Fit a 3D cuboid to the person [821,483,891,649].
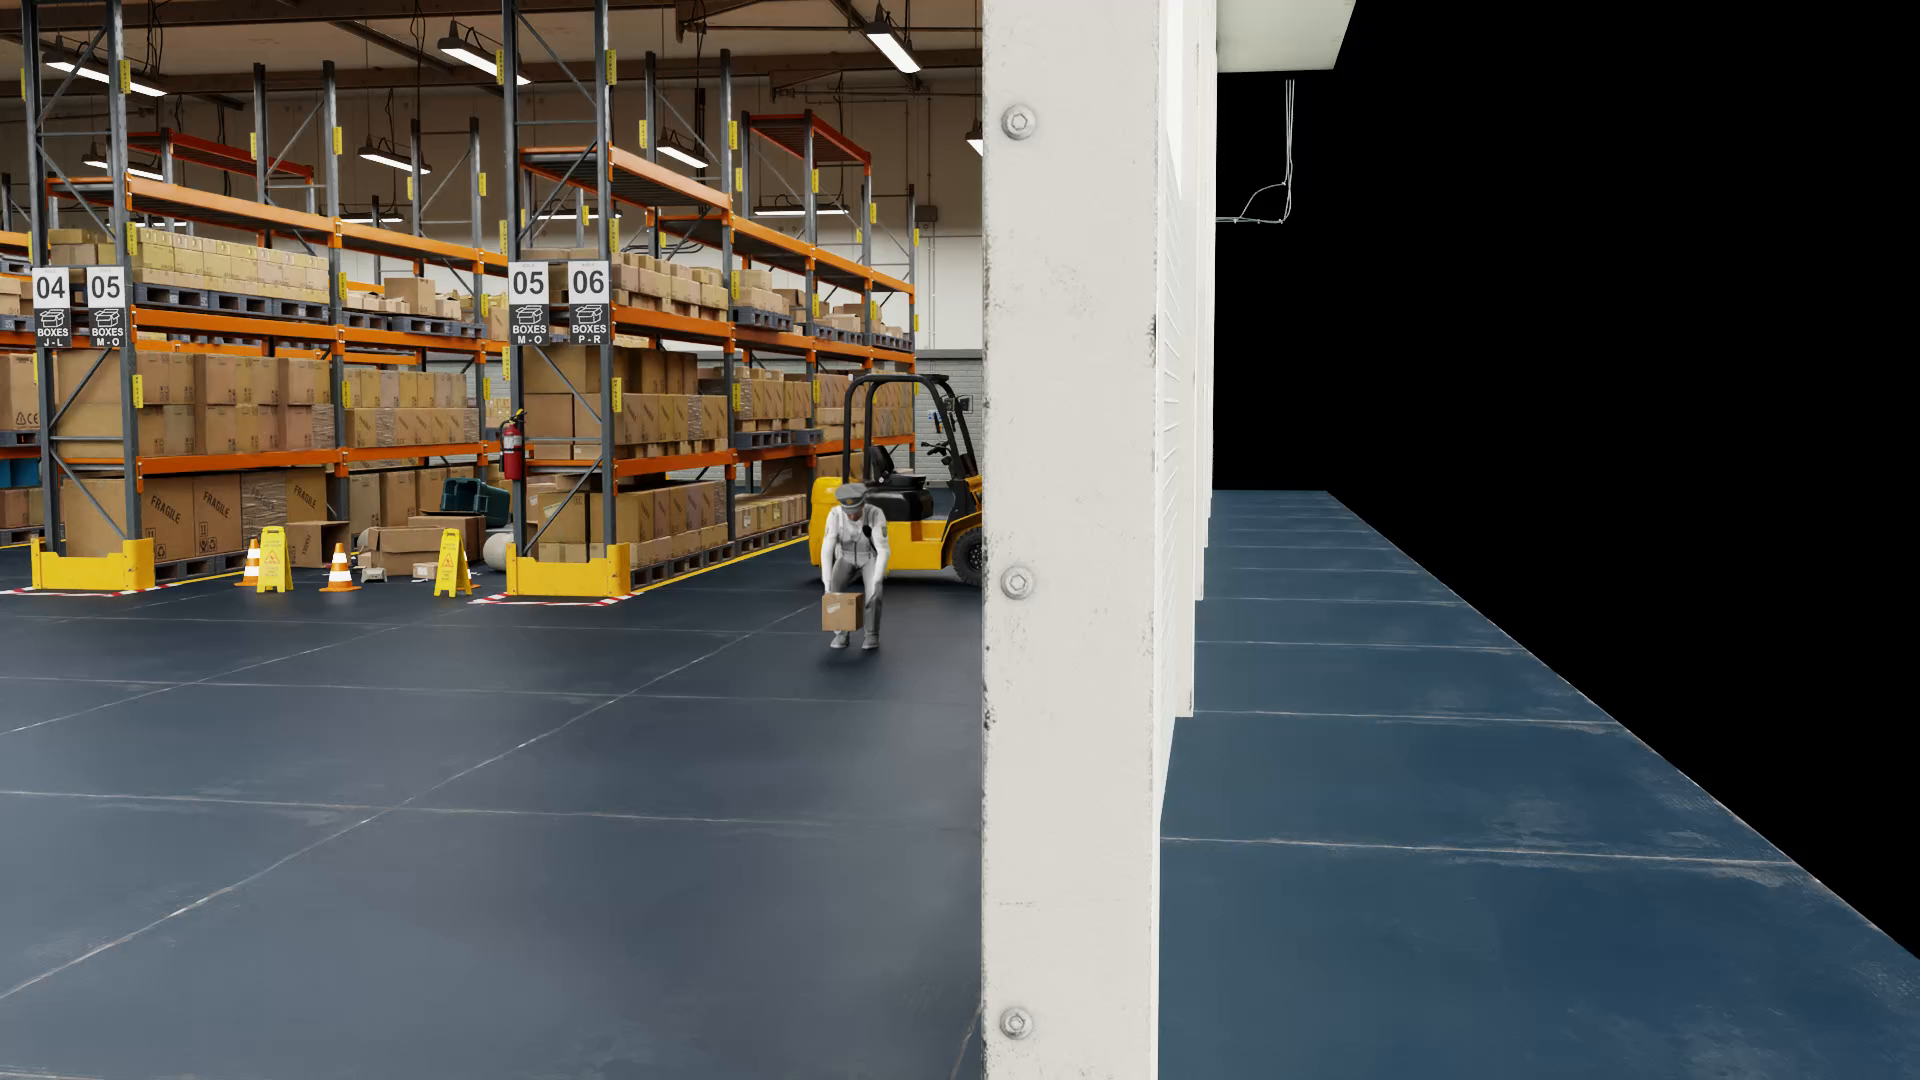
[{"bbox_3d":[-0.767,0.192,12.533,0.532,1.266,0.761,1,5,9],"label":"person"}]
